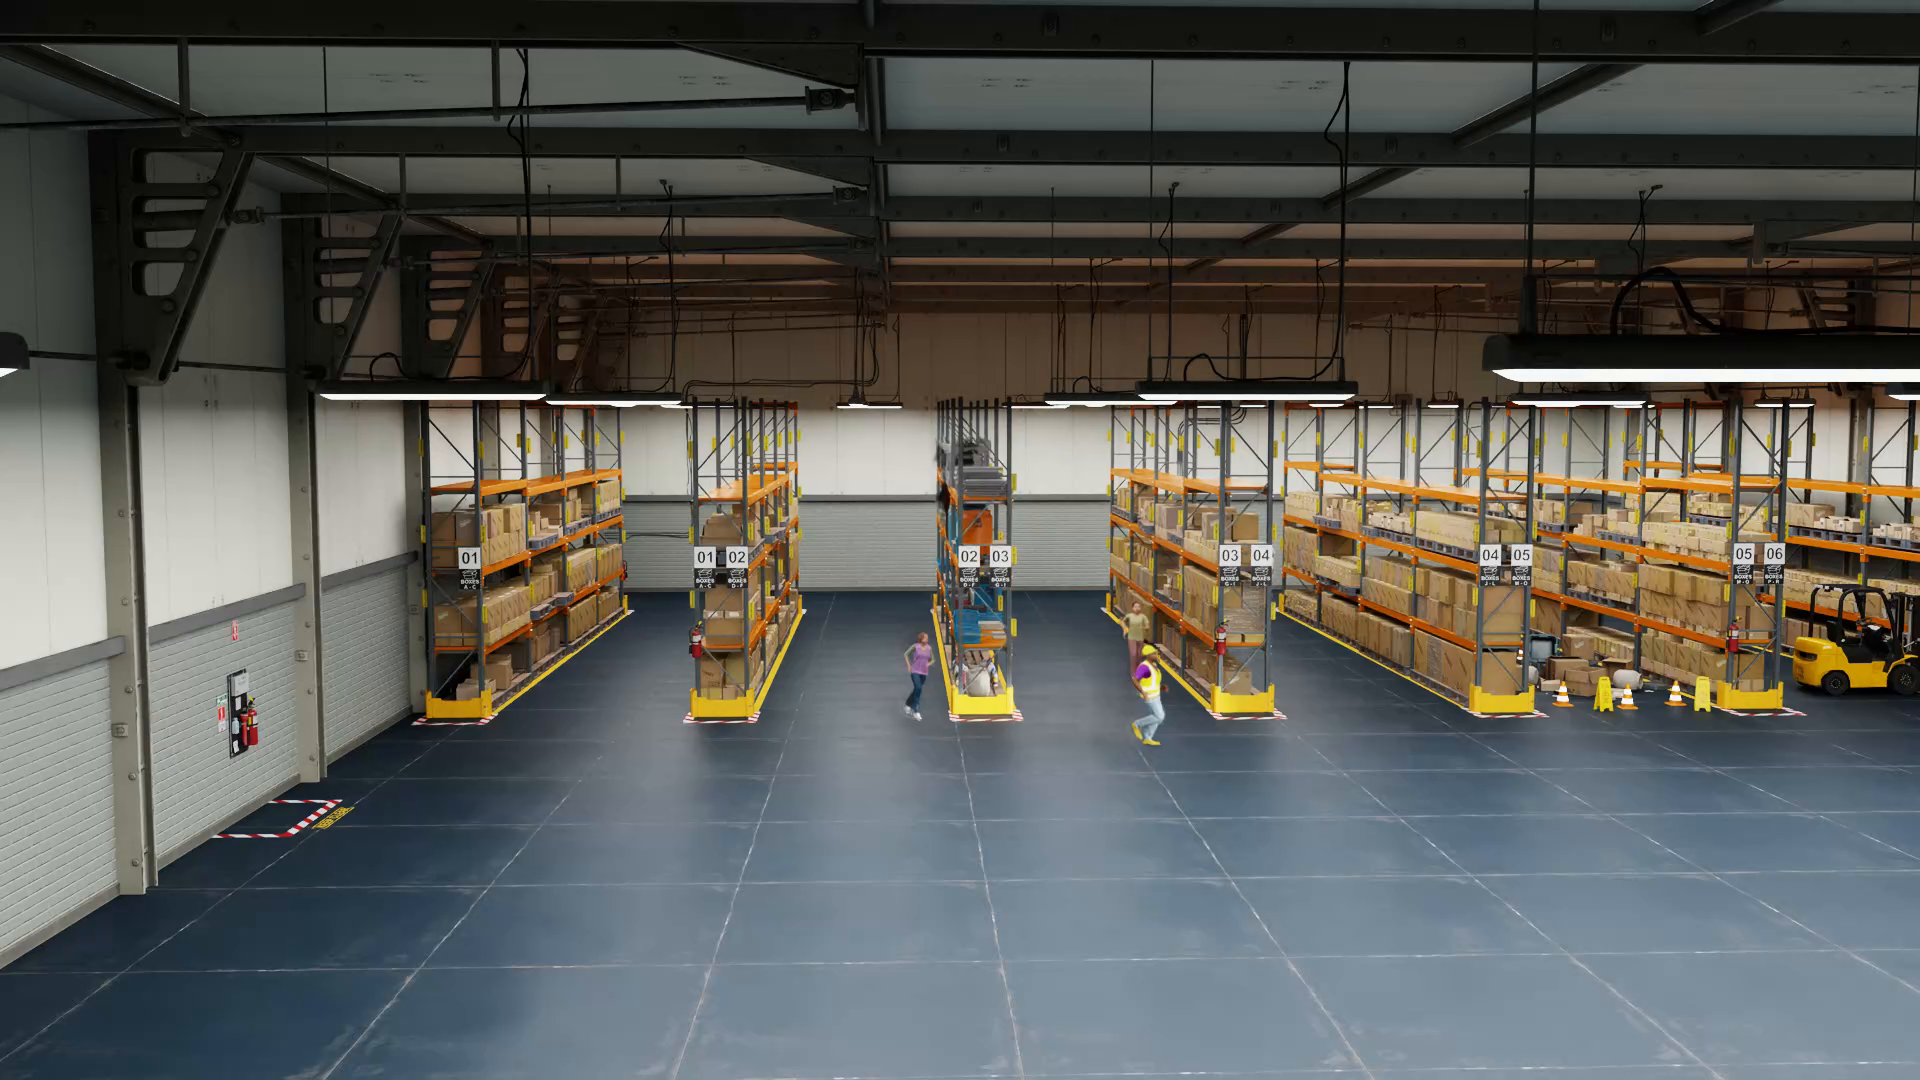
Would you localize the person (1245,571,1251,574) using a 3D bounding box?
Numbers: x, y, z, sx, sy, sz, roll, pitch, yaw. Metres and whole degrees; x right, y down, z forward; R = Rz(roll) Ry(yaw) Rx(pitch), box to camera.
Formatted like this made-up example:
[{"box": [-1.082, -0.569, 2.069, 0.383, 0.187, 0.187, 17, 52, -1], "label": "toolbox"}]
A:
[{"box": [8.169, 1.289, 46.500, 0.670, 1.802, 0.757, 1, 4, 8], "label": "person"}]

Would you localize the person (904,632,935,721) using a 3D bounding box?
[{"box": [-0.748, 2.529, 31.188, 0.525, 1.617, 0.700, -3, 5, -32], "label": "person"}]

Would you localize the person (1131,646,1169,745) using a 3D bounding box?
[{"box": [3.262, 2.665, 28.520, 0.583, 1.718, 0.707, 2, 5, 25], "label": "person"}]

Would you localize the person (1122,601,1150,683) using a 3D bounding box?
[{"box": [3.739, 2.152, 35.278, 0.554, 1.706, 0.840, 0, 4, -5], "label": "person"}]
